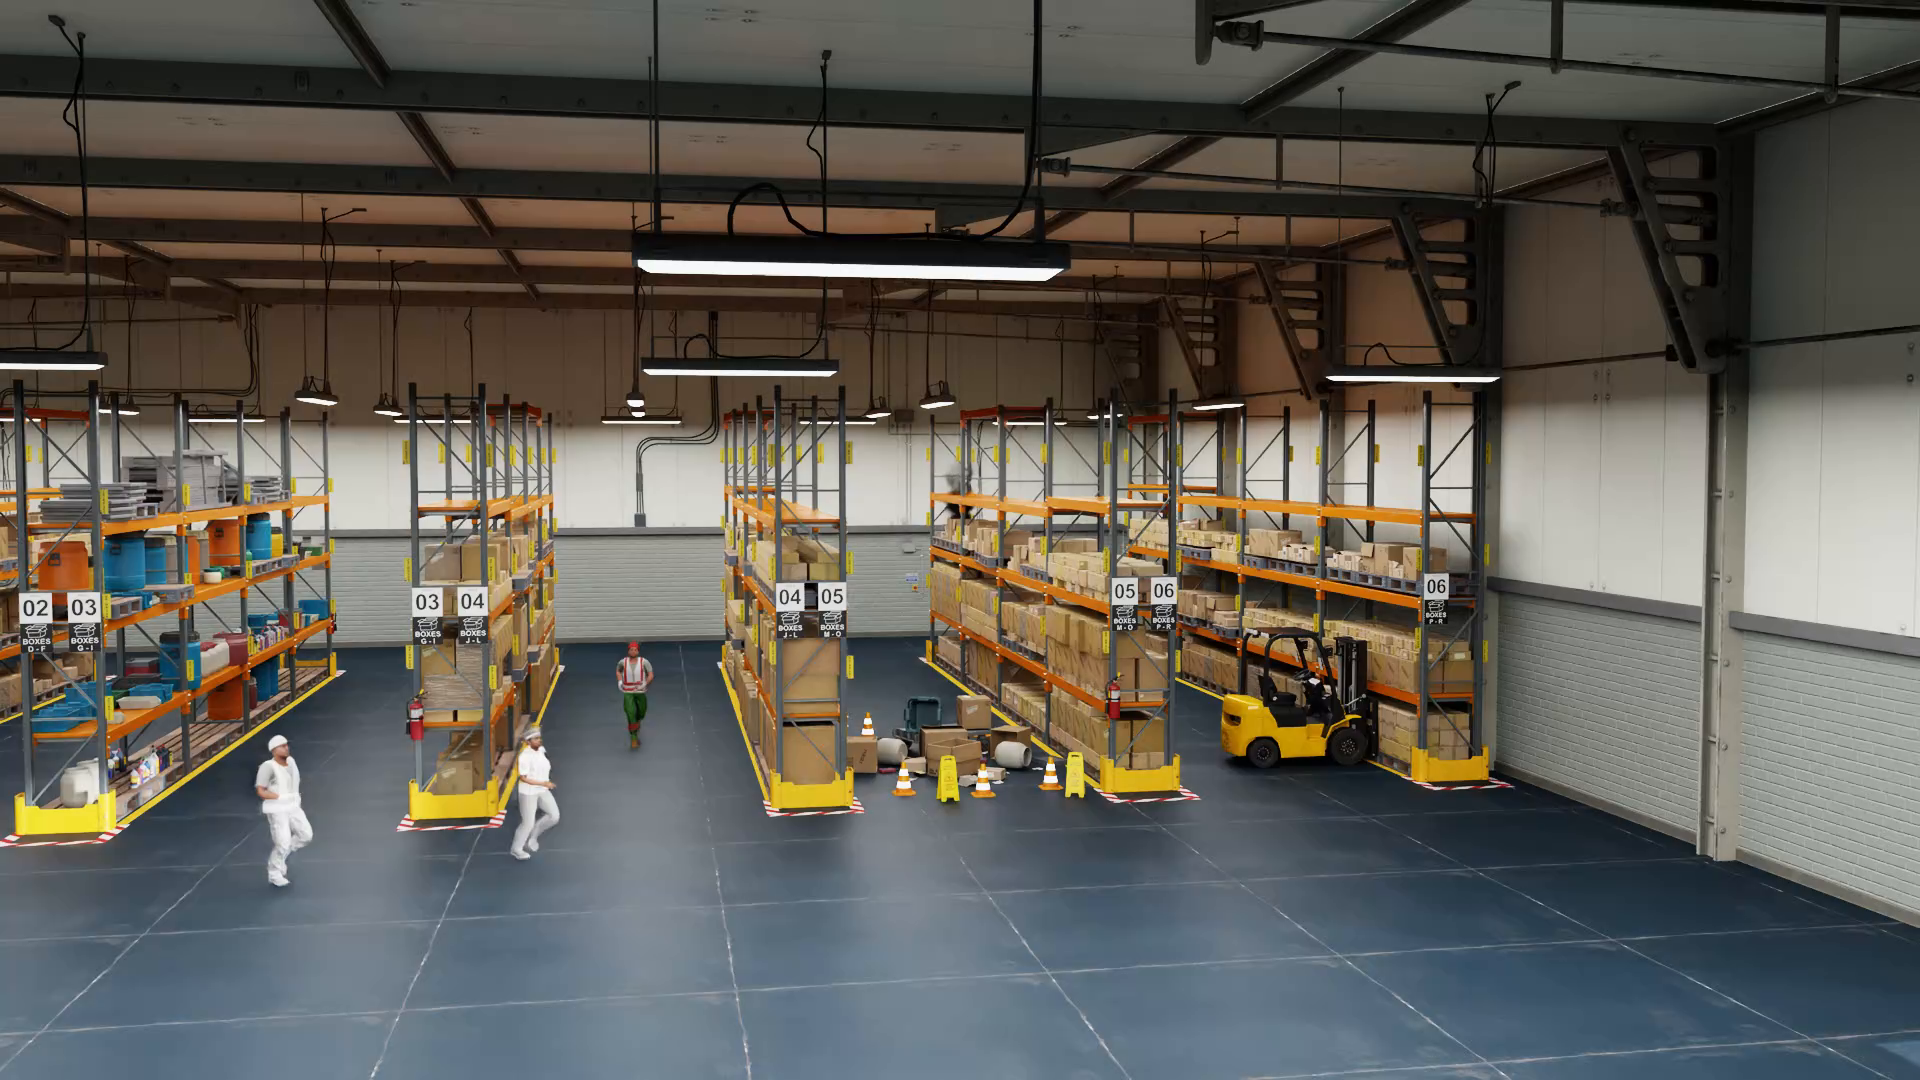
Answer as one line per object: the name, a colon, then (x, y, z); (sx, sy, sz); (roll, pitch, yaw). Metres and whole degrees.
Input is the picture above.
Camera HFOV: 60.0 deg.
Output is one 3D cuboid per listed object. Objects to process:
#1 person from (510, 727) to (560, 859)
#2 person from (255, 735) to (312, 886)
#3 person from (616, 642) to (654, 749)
person: (-5.240, 3.121, 20.614); (0.738, 1.655, 0.603); (2, 3, 30)
person: (-7.853, 3.141, 19.358); (0.572, 1.745, 0.739); (1, 3, 17)
person: (-5.649, 2.663, 28.943); (0.627, 1.778, 1.136); (-1, 3, -16)
